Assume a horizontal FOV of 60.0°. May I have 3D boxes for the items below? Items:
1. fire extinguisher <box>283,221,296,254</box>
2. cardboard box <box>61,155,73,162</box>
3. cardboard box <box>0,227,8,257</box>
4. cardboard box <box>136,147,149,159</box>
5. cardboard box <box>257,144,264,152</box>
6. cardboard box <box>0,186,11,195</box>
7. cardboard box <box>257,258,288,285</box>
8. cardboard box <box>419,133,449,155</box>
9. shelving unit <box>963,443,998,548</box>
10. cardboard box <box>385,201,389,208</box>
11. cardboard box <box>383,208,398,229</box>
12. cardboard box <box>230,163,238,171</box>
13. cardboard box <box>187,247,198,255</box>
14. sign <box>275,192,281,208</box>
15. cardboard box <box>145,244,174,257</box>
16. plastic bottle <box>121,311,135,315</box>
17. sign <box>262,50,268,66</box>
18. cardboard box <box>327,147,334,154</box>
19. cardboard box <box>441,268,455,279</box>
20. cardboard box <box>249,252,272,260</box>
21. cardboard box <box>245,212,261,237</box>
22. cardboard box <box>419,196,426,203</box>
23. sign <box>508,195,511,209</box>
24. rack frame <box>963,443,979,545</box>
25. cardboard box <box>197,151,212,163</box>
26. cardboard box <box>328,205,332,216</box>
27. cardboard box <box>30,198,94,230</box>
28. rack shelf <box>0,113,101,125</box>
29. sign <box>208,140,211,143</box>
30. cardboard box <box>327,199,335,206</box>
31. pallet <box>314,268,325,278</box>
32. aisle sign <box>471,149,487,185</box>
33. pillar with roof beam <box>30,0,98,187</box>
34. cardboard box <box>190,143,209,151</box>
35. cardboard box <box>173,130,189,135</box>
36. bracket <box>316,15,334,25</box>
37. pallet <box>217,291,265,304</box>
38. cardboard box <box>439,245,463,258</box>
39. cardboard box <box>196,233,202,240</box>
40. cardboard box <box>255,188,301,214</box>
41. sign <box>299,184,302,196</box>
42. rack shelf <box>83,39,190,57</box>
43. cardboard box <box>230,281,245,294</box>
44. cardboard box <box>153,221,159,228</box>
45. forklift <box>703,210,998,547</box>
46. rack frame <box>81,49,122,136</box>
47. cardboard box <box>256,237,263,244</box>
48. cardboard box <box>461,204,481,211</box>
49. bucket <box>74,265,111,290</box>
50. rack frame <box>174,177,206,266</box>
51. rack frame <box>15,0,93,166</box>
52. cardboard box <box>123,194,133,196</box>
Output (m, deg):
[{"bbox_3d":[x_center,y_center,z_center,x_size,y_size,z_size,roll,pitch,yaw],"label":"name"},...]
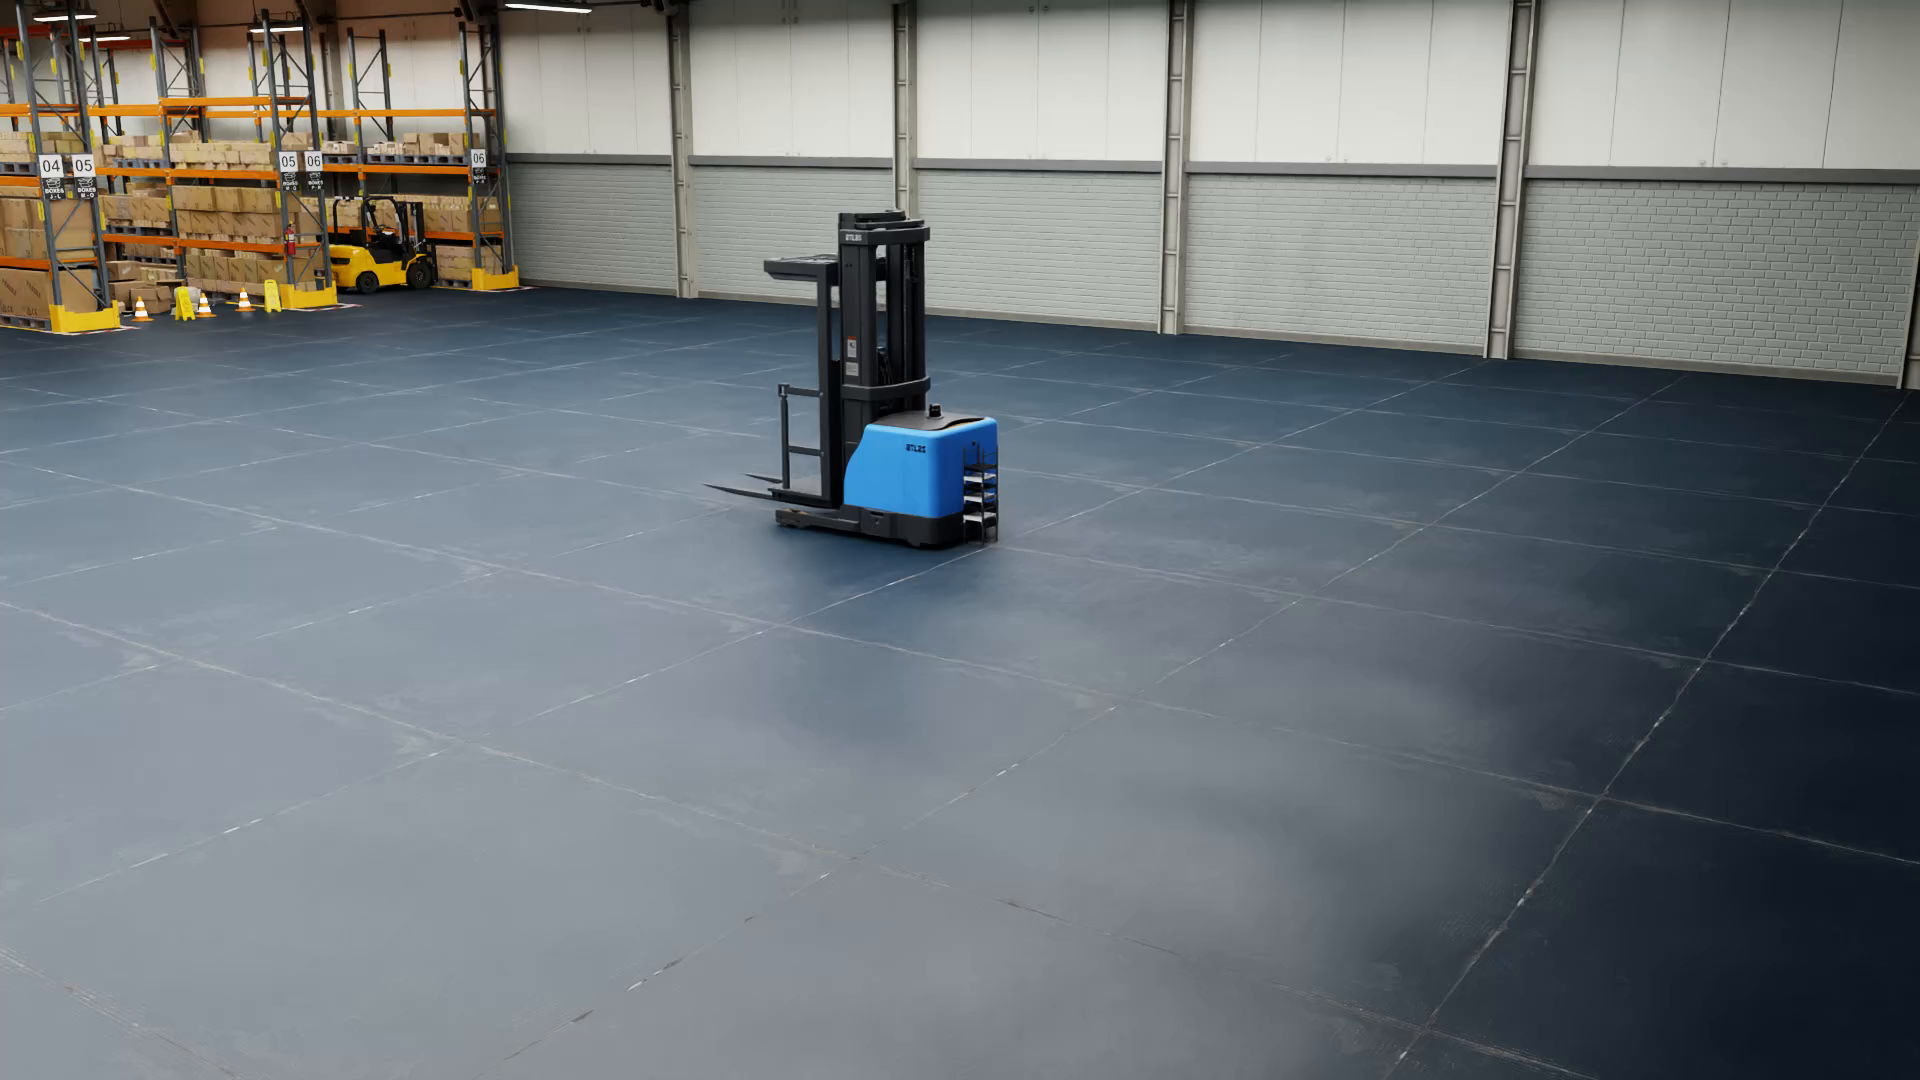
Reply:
[{"bbox_3d":[-13.908,-6.273,34.511,0.183,0.674,0.296,9,17,33],"label":"fire extinguisher"},{"bbox_3d":[-16.530,-7.114,30.944,0.250,0.149,0.380,9,17,33],"label":"cardboard box"},{"bbox_3d":[-18.083,-5.764,31.978,0.500,0.550,0.875,9,17,33],"label":"cardboard box"},{"bbox_3d":[-18.047,-8.660,37.187,0.500,0.250,0.500,9,17,33],"label":"cardboard box"},{"bbox_3d":[-14.383,-8.168,34.625,0.250,0.149,0.380,10,17,34],"label":"cardboard box"},{"bbox_3d":[-23.060,-8.382,40.580,0.500,0.500,0.500,9,17,32],"label":"cardboard box"},{"bbox_3d":[-14.556,-5.707,35.348,0.500,0.500,0.500,9,17,33],"label":"cardboard box"},{"bbox_3d":[-12.276,-9.333,39.179,0.500,0.500,0.700,9,17,33],"label":"cardboard box"},{"bbox_3d":[0.186,-0.405,15.012,0.210,0.900,0.258,10,17,34],"label":"shelving unit"},{"bbox_3d":[-13.732,-8.149,40.369,0.250,0.149,0.380,9,17,33],"label":"cardboard box"},{"bbox_3d":[-13.633,-7.815,40.370,0.500,0.500,0.500,10,17,34],"label":"cardboard box"},{"bbox_3d":[-15.245,-7.922,35.289,0.250,0.149,0.380,9,16,31],"label":"cardboard box"},{"bbox_3d":[-20.660,-7.898,45.242,0.500,0.500,0.500,10,17,35],"label":"cardboard box"},{"bbox_3d":[-14.072,-7.026,34.321,0.005,0.325,0.100,9,17,33],"label":"sign"},{"bbox_3d":[-22.251,-8.182,46.388,0.500,0.500,0.700,8,16,31],"label":"cardboard box"},{"bbox_3d":[-16.907,-4.608,33.739,0.283,0.061,0.133,3,14,14],"label":"plastic bottle"},{"bbox_3d":[-14.072,-9.753,33.646,0.005,0.325,0.100,9,17,33],"label":"sign"},{"bbox_3d":[-15.379,-9.618,41.060,0.250,0.149,0.380,9,17,33],"label":"cardboard box"},{"bbox_3d":[-11.952,-6.346,39.492,0.500,0.250,0.500,9,17,33],"label":"cardboard box"},{"bbox_3d":[-14.898,-6.057,35.415,0.250,0.149,0.380,10,17,34],"label":"cardboard box"},{"bbox_3d":[-14.762,-6.697,35.234,0.500,0.500,0.500,9,17,33],"label":"cardboard box"},{"bbox_3d":[-12.669,-8.127,39.660,0.250,0.149,0.380,9,17,34],"label":"cardboard box"},{"bbox_3d":[-10.663,-7.977,39.265,0.005,0.325,0.100,9,17,33],"label":"sign"},{"bbox_3d":[0.103,-0.419,15.070,0.006,0.900,0.240,10,17,34],"label":"rack frame"},{"bbox_3d":[-16.011,-8.232,35.711,0.500,0.250,0.500,9,17,33],"label":"cardboard box"},{"bbox_3d":[-15.699,-8.267,41.674,0.500,0.250,0.500,10,17,34],"label":"cardboard box"},{"bbox_3d":[-16.710,-6.072,30.977,0.550,0.550,0.875,9,17,33],"label":"cardboard box"},{"bbox_3d":[-22.043,-10.128,39.766,4.000,0.370,1.077,9,17,33],"label":"rack shelf"},{"bbox_3d":[-16.768,-8.771,37.120,0.005,0.325,0.100,9,17,33],"label":"sign"},{"bbox_3d":[-15.577,-8.440,41.546,0.250,0.149,0.380,9,16,31],"label":"cardboard box"},{"bbox_3d":[-15.947,-6.846,42.465,1.213,0.211,1.003,9,17,33],"label":"pallet"},{"bbox_3d":[-11.088,-8.603,38.350,0.004,0.787,0.394,9,17,33],"label":"aisle sign"},{"bbox_3d":[-28.391,-12.149,45.601,0.548,9.000,9.100,9,17,33],"label":"pillar with roof beam"},{"bbox_3d":[-16.336,-8.462,35.811,0.250,0.149,0.380,9,17,32],"label":"cardboard box"},{"bbox_3d":[-20.880,-10.840,44.513,0.258,0.266,0.396,9,17,32],"label":"cardboard box"},{"bbox_3d":[-15.885,-13.019,41.624,0.430,0.232,0.235,9,17,33],"label":"bracket"},{"bbox_3d":[-15.471,-5.355,36.441,1.213,0.211,1.003,9,17,33],"label":"pallet"},{"bbox_3d":[-11.961,-6.830,39.365,0.500,0.250,0.500,10,17,34],"label":"cardboard box"},{"bbox_3d":[-16.506,-6.673,36.488,0.250,0.149,0.380,9,17,33],"label":"cardboard box"},{"bbox_3d":[-14.291,-7.121,34.868,0.500,0.500,0.700,9,16,31],"label":"cardboard box"},{"bbox_3d":[-17.309,-9.154,43.578,0.005,0.325,0.100,9,17,33],"label":"sign"},{"bbox_3d":[-22.595,-13.462,45.485,4.000,0.370,1.077,9,17,33],"label":"rack shelf"},{"bbox_3d":[-15.429,-5.482,36.002,0.500,0.250,0.500,8,16,31],"label":"cardboard box"},{"bbox_3d":[-17.854,-7.089,37.295,0.250,0.149,0.380,9,16,31],"label":"cardboard box"},{"bbox_3d":[-1.138,-1.618,15.685,3.031,2.935,1.130,10,17,34],"label":"forklift"},{"bbox_3d":[-24.255,-12.466,46.882,0.127,3.000,1.000,9,17,33],"label":"rack frame"},{"bbox_3d":[-14.648,-6.354,35.199,0.250,0.149,0.380,9,16,32],"label":"cardboard box"},{"bbox_3d":[-11.422,-7.762,38.807,0.250,0.149,0.380,9,17,34],"label":"cardboard box"},{"bbox_3d":[-18.344,-5.544,35.054,0.726,0.611,0.620,-10,7,-35],"label":"bucket"},{"bbox_3d":[-20.936,-9.018,45.436,0.127,3.000,1.000,9,17,33],"label":"rack frame"},{"bbox_3d":[-16.424,-8.330,30.172,0.127,3.000,1.000,9,17,33],"label":"rack frame"},{"bbox_3d":[-19.416,-7.815,38.877,0.500,0.500,0.500,9,16,32],"label":"cardboard box"}]
